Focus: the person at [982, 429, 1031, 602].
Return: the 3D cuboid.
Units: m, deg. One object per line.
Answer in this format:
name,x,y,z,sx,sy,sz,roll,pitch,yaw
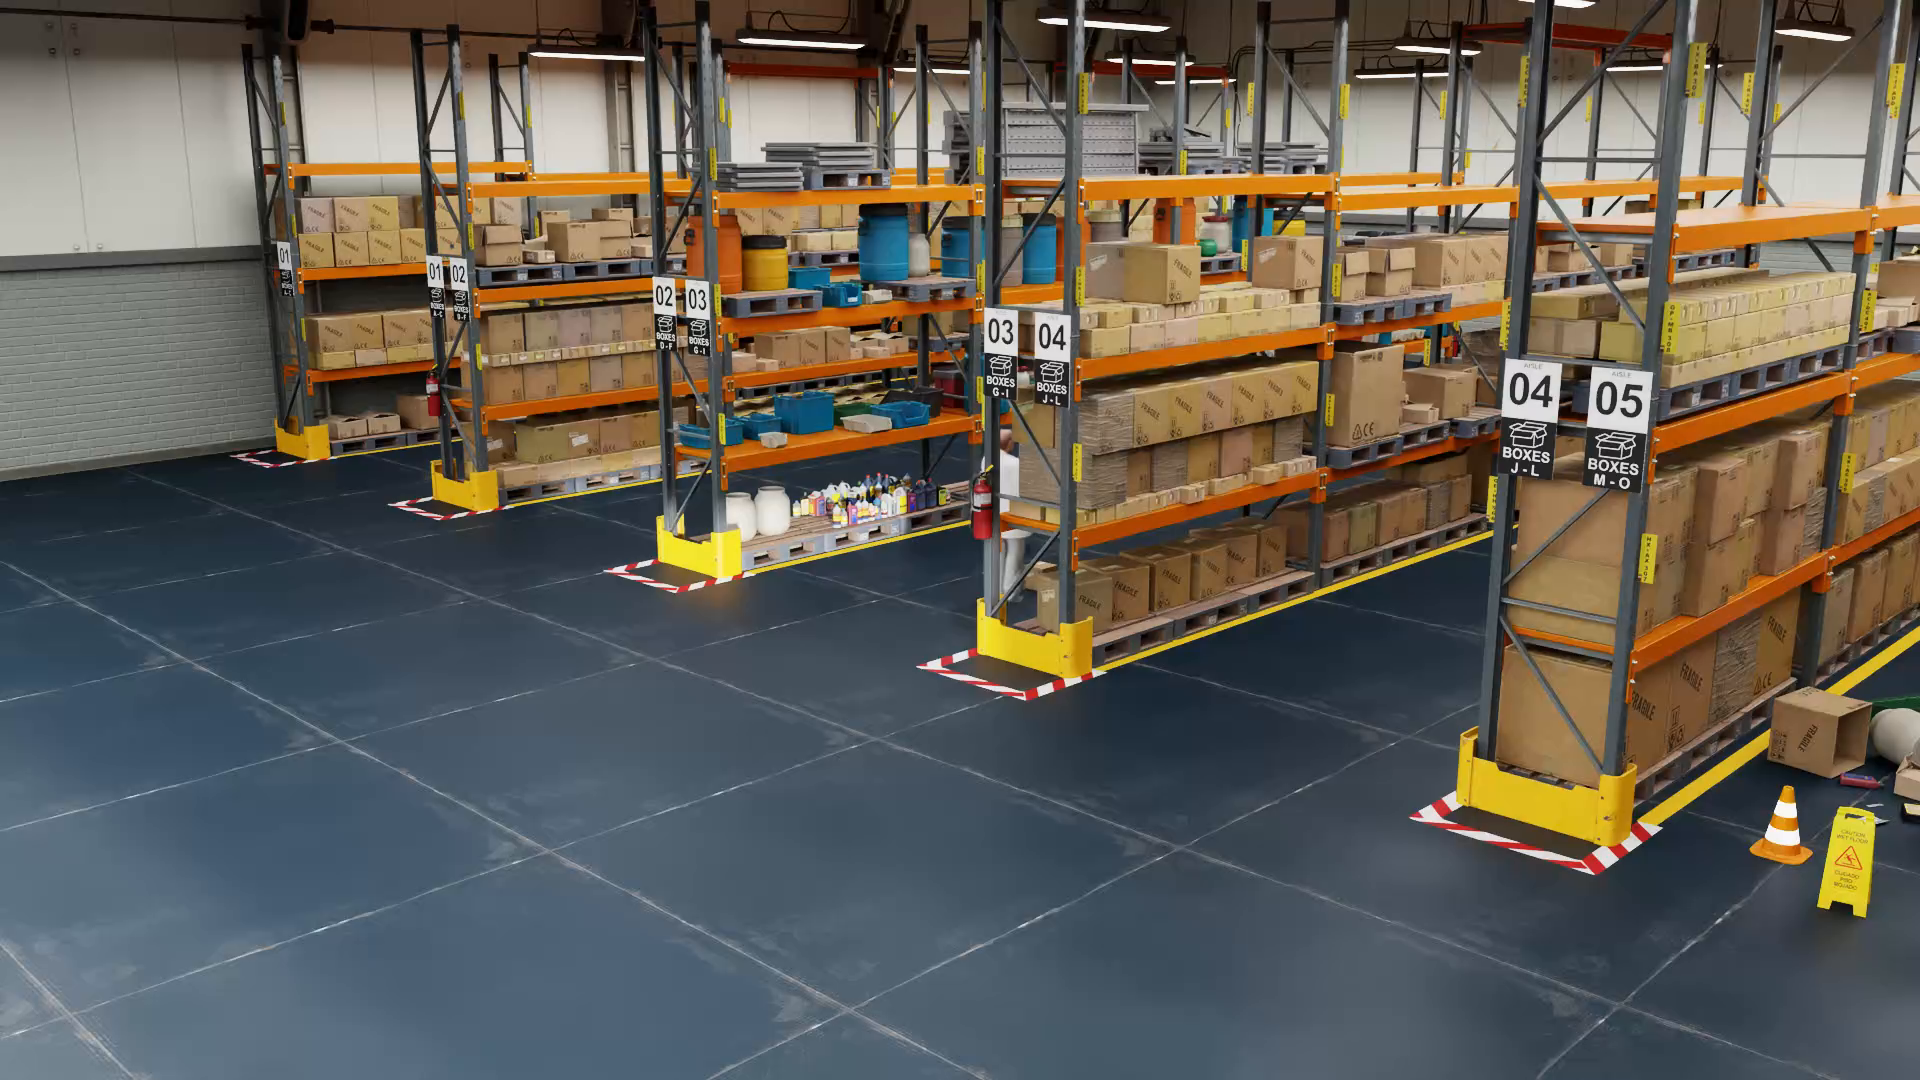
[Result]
person,0.483,-0.250,17.161,0.426,1.819,0.565,-13,19,-43
